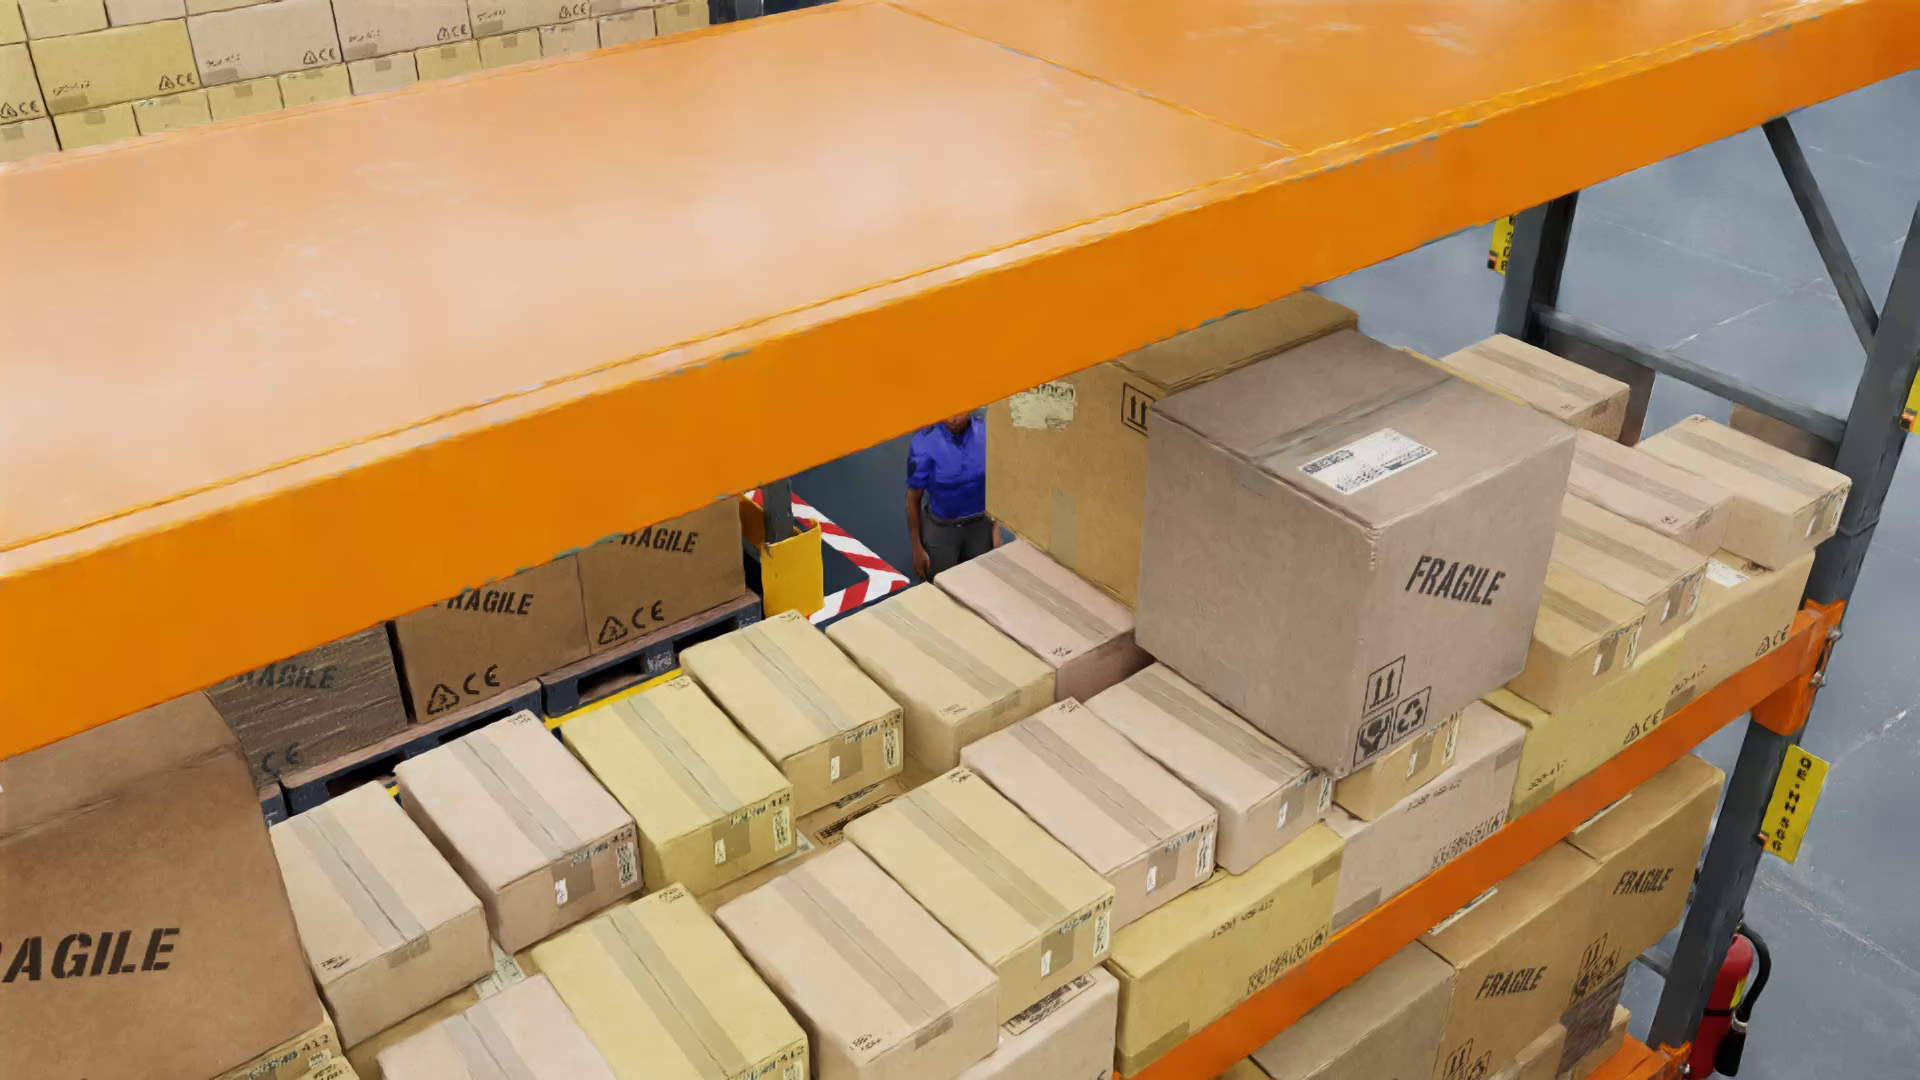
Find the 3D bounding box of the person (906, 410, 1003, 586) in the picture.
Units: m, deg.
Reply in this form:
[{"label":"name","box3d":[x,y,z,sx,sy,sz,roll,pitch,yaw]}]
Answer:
[{"label":"person","box3d":[-0.009,0.001,7.786,0.500,1.700,0.374,-15,35,-22]}]
